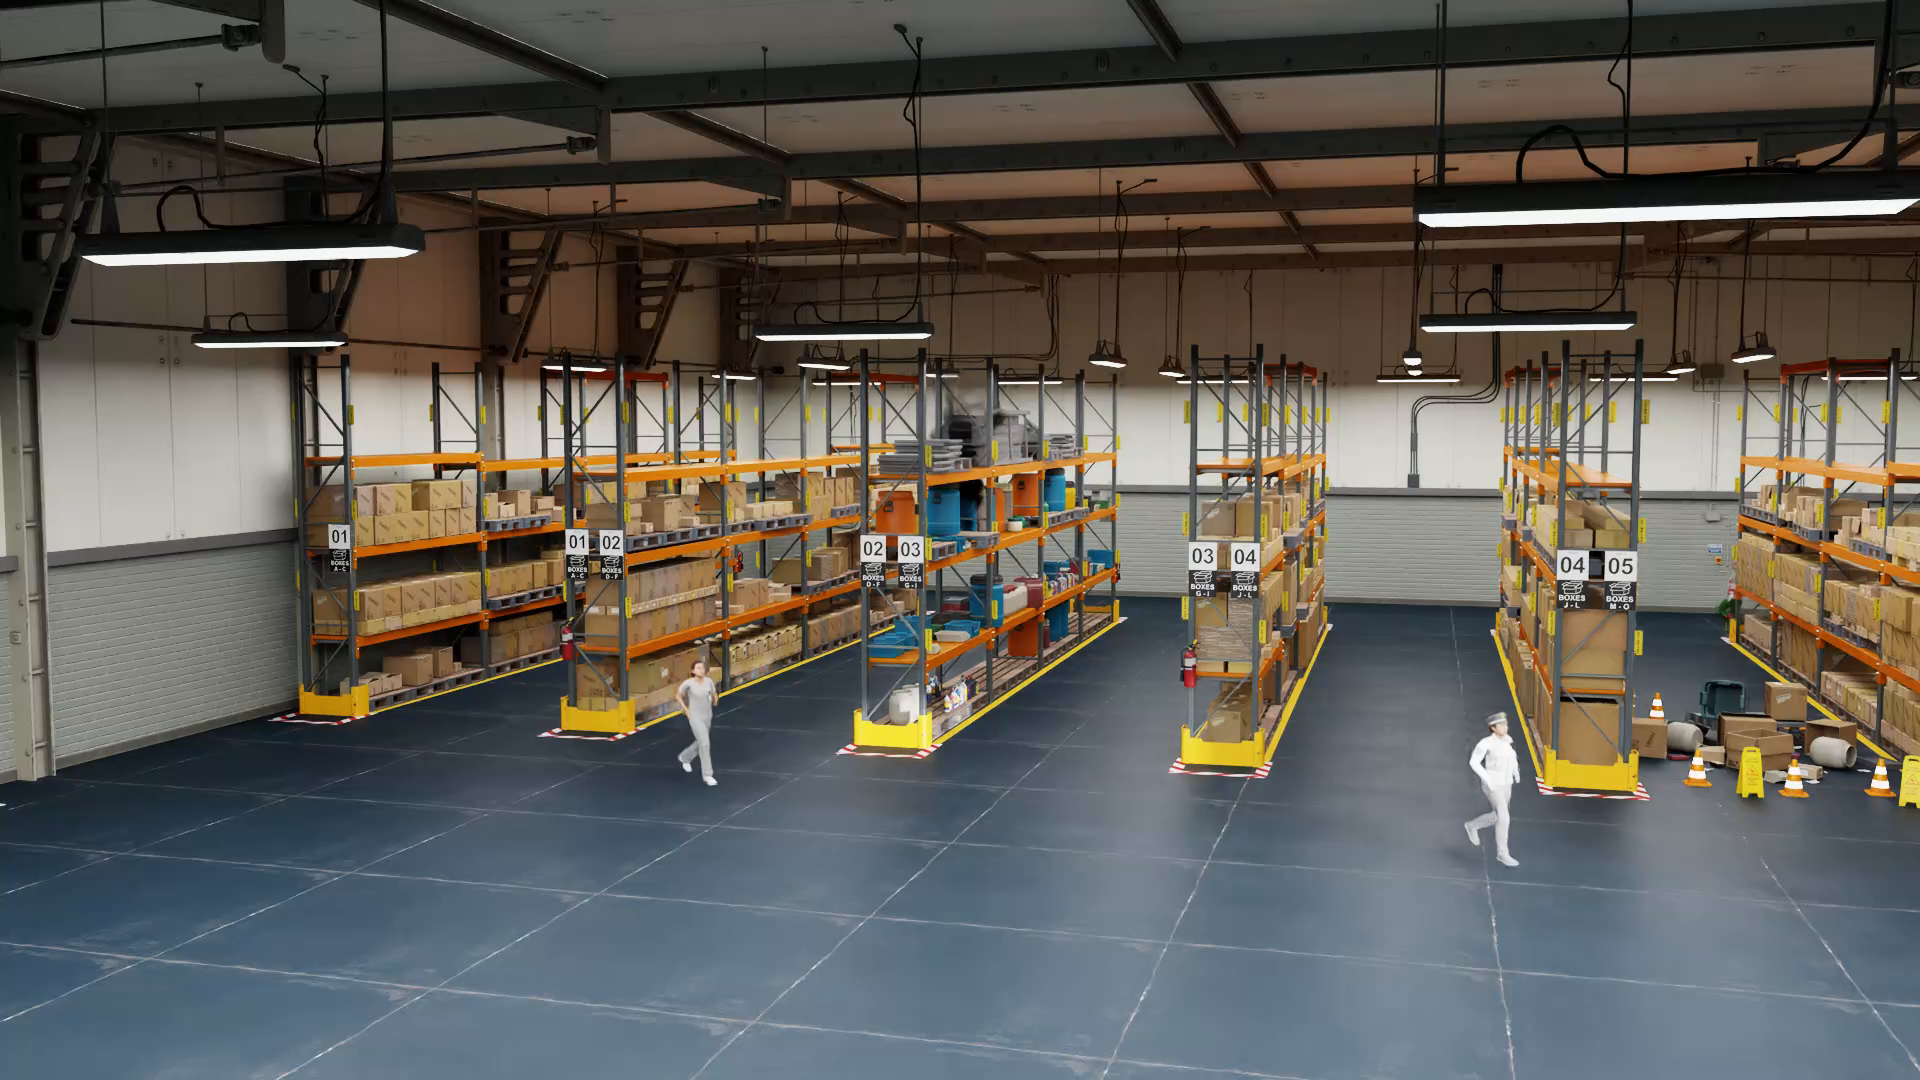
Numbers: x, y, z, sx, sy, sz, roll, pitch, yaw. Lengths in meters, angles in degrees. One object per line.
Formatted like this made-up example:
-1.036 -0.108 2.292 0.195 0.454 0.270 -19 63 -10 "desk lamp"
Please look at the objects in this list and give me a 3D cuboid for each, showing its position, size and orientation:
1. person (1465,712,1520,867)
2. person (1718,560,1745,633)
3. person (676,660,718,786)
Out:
5.995 2.752 18.707 0.611 1.699 0.787 -3 5 -31 "person"
17.628 1.289 37.951 0.732 1.738 0.599 -4 6 -45 "person"
-3.570 2.463 22.768 0.558 1.681 0.891 -4 6 -42 "person"
